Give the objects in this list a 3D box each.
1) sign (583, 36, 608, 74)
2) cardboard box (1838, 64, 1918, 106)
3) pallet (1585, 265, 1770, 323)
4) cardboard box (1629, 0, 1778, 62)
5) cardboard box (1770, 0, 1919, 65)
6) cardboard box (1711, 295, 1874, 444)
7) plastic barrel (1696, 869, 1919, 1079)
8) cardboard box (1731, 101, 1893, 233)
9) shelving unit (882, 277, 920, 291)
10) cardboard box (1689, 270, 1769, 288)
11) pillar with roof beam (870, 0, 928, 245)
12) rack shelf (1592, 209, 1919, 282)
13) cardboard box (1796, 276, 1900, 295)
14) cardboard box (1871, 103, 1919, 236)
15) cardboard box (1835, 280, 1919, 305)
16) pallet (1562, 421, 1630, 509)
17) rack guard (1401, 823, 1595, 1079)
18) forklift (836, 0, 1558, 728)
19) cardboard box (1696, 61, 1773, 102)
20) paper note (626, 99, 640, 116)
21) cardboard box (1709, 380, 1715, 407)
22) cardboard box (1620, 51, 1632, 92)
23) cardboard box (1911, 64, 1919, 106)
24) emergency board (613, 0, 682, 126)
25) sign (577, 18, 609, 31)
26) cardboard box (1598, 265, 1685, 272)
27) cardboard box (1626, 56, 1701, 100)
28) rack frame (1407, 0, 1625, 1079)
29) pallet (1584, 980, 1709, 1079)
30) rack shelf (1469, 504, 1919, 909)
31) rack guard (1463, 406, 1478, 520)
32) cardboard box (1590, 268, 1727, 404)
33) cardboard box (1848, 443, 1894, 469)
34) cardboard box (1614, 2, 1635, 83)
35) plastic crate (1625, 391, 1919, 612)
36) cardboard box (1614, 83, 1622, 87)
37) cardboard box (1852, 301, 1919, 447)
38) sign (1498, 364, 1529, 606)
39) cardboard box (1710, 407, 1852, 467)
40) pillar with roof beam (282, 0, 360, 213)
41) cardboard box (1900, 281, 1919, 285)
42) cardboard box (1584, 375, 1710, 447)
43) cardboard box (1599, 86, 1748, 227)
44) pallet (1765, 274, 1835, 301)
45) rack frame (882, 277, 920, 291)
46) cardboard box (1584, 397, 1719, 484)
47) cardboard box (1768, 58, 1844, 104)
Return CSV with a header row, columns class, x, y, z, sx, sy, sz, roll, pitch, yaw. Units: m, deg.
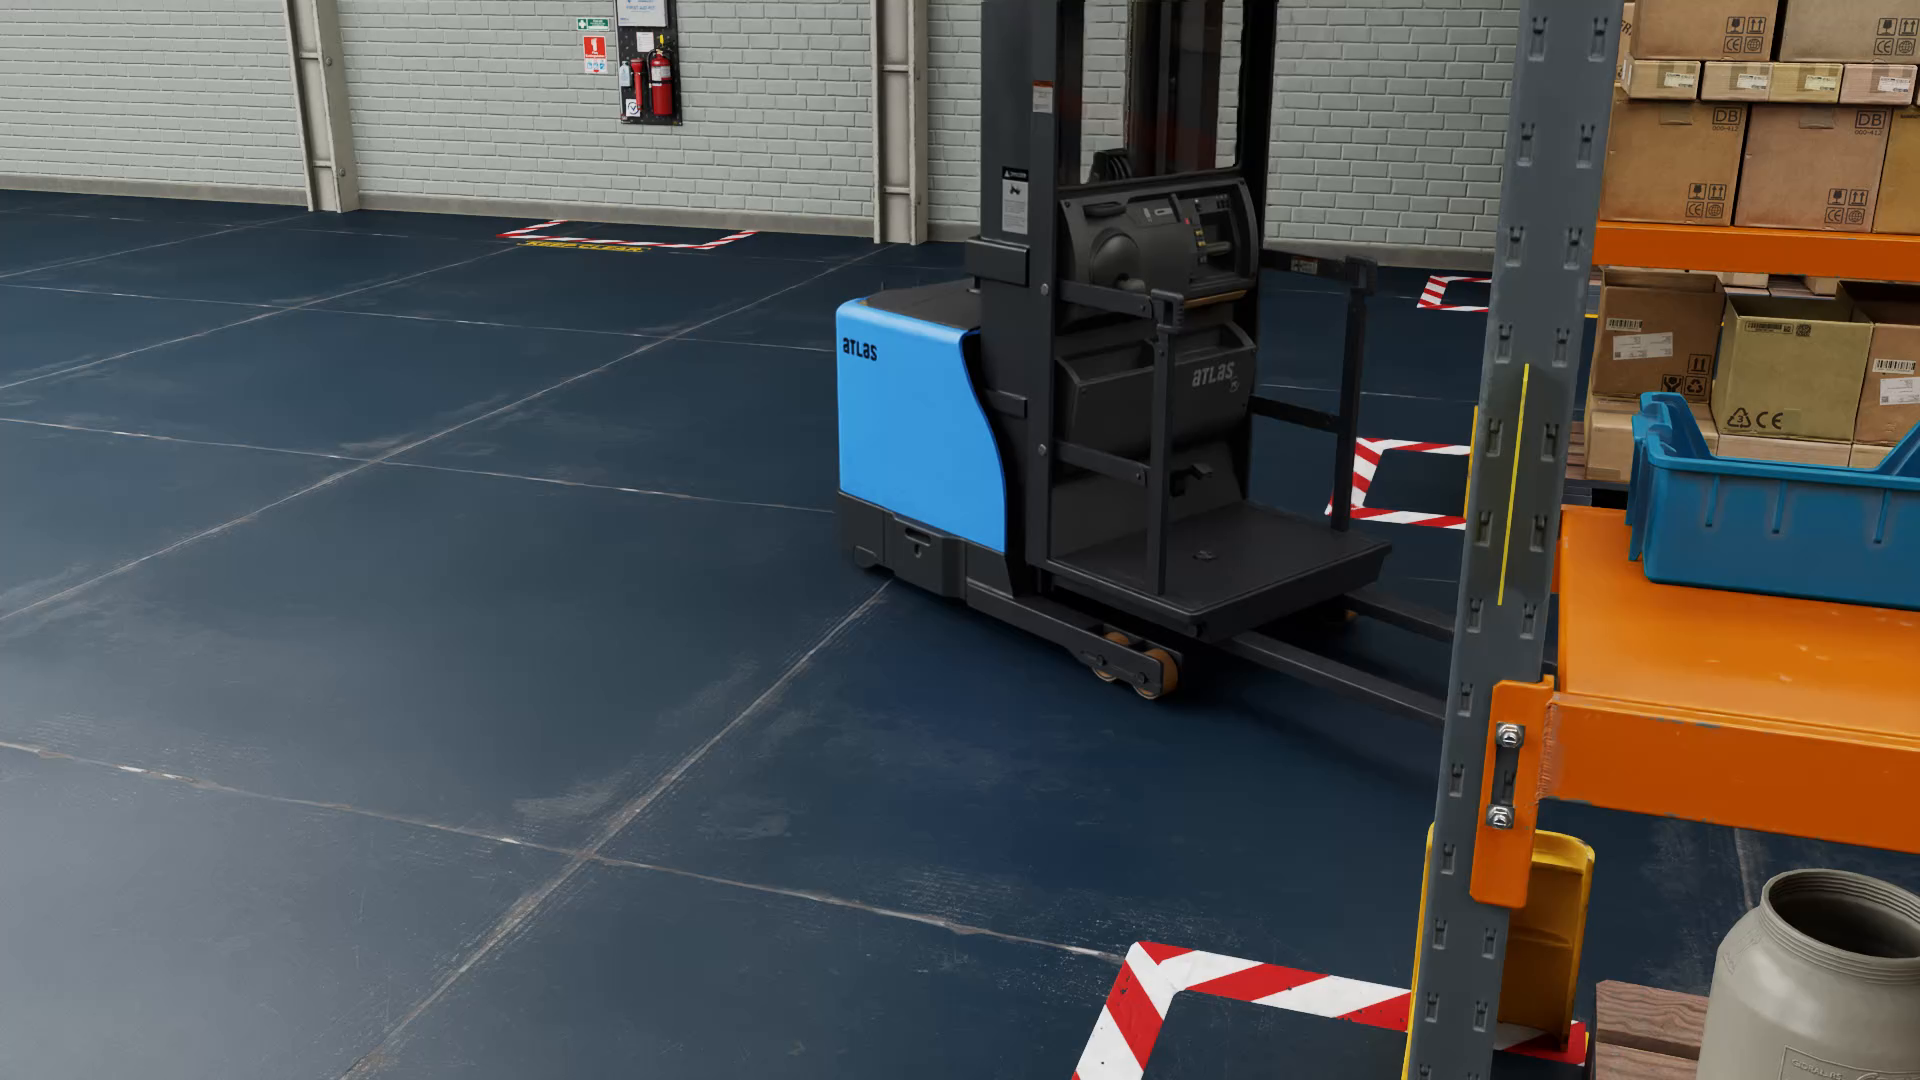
class,x,y,z,sx,sy,sz,roll,pitch,yaw
sign,-3.326,-4.425,15.159,0.234,0.329,0.001,7,20,18
cardboard box,3.607,-1.817,6.593,0.250,0.149,0.380,6,20,17
pallet,5.034,-1.772,11.840,1.213,0.211,1.003,7,20,18
cardboard box,3.071,-2.255,6.866,0.500,0.500,0.700,7,20,18
cardboard box,3.570,-2.200,6.707,0.500,0.500,0.700,6,20,17
cardboard box,3.491,-0.729,7.010,0.500,0.500,0.500,7,20,18
plastic barrel,1.602,0.908,3.056,0.421,0.512,0.421,0,19,0
cardboard box,3.519,-1.593,6.937,0.500,0.500,0.700,7,20,19
shelving unit,-0.172,-0.580,7.146,0.215,1.050,0.252,-16,25,-38
cardboard box,5.369,-1.970,11.587,0.500,0.311,0.500,8,21,23
pillar with roof beam,-1.929,-5.532,9.274,0.400,9.000,9.100,7,20,18
rack shelf,4.474,-1.100,6.767,4.000,0.370,1.077,7,20,18
cardboard box,6.046,-1.964,11.284,0.500,0.500,0.700,5,20,15
cardboard box,3.986,-1.538,6.778,0.500,0.500,0.700,7,20,18
cardboard box,4.138,-0.841,7.331,0.500,0.500,0.500,7,20,18
pallet,3.320,-0.269,7.527,1.213,0.211,1.003,7,20,18
rack guard,1.042,1.058,3.281,0.348,0.500,1.175,7,20,18
forklift,0.842,-1.040,5.607,1.130,2.935,3.031,-16,25,-38
cardboard box,3.135,-1.872,6.752,0.250,0.149,0.380,6,20,17
paper note,-2.983,-3.941,15.163,0.142,0.148,0.016,7,20,18
cardboard box,3.664,-0.539,7.605,0.500,0.250,0.500,7,20,18
cardboard box,3.008,-2.027,7.196,0.250,0.149,0.380,6,20,17
cardboard box,3.860,-1.789,6.513,0.250,0.149,0.380,6,20,16
emergency board,-2.838,-4.316,14.902,0.643,1.169,0.194,7,20,18
sign,-3.325,-4.672,15.062,0.331,0.109,0.001,7,20,18
cardboard box,4.830,-2.031,11.763,0.500,0.311,0.500,4,20,12
cardboard box,2.884,-1.900,6.831,0.250,0.149,0.380,6,20,18
rack frame,0.955,-0.116,2.851,0.127,3.000,1.000,7,20,18
pallet,1.808,1.284,3.072,1.213,0.211,1.003,7,20,18
rack shelf,2.844,0.440,2.350,4.000,0.370,1.077,7,20,18
rack guard,2.562,-0.478,7.687,0.348,0.500,1.175,7,20,18
cardboard box,3.189,-0.944,7.627,0.500,0.500,0.500,7,20,18
cardboard box,3.964,-0.321,6.980,0.500,0.250,0.500,7,20,18
cardboard box,4.559,-3.344,11.170,0.500,0.500,0.500,7,20,18
plastic crate,1.526,-0.084,2.987,0.616,0.251,0.499,7,20,18
cardboard box,4.563,-2.983,11.275,0.500,0.250,0.500,6,20,16
cardboard box,3.967,-0.679,6.867,0.500,0.500,0.500,7,20,18
sign,0.771,-0.076,2.316,0.005,0.325,0.100,7,20,18
cardboard box,3.491,-0.375,7.135,0.500,0.250,0.500,7,20,18
pillar with roof beam,-7.597,-6.180,11.134,0.400,9.000,9.100,7,20,18
cardboard box,6.481,-1.804,11.359,0.250,0.149,0.380,5,20,14
cardboard box,3.188,-0.589,7.749,0.500,0.250,0.500,7,20,18
cardboard box,3.021,-1.648,7.096,0.500,0.500,0.700,7,20,18
pallet,6.183,-1.640,11.460,1.213,0.211,1.003,7,20,18
rack frame,-0.252,-0.611,7.233,0.200,1.050,0.008,-16,25,-38
cardboard box,3.018,-0.428,7.287,0.500,0.250,0.500,7,20,18
cardboard box,3.370,-1.845,6.673,0.250,0.149,0.380,7,20,18
